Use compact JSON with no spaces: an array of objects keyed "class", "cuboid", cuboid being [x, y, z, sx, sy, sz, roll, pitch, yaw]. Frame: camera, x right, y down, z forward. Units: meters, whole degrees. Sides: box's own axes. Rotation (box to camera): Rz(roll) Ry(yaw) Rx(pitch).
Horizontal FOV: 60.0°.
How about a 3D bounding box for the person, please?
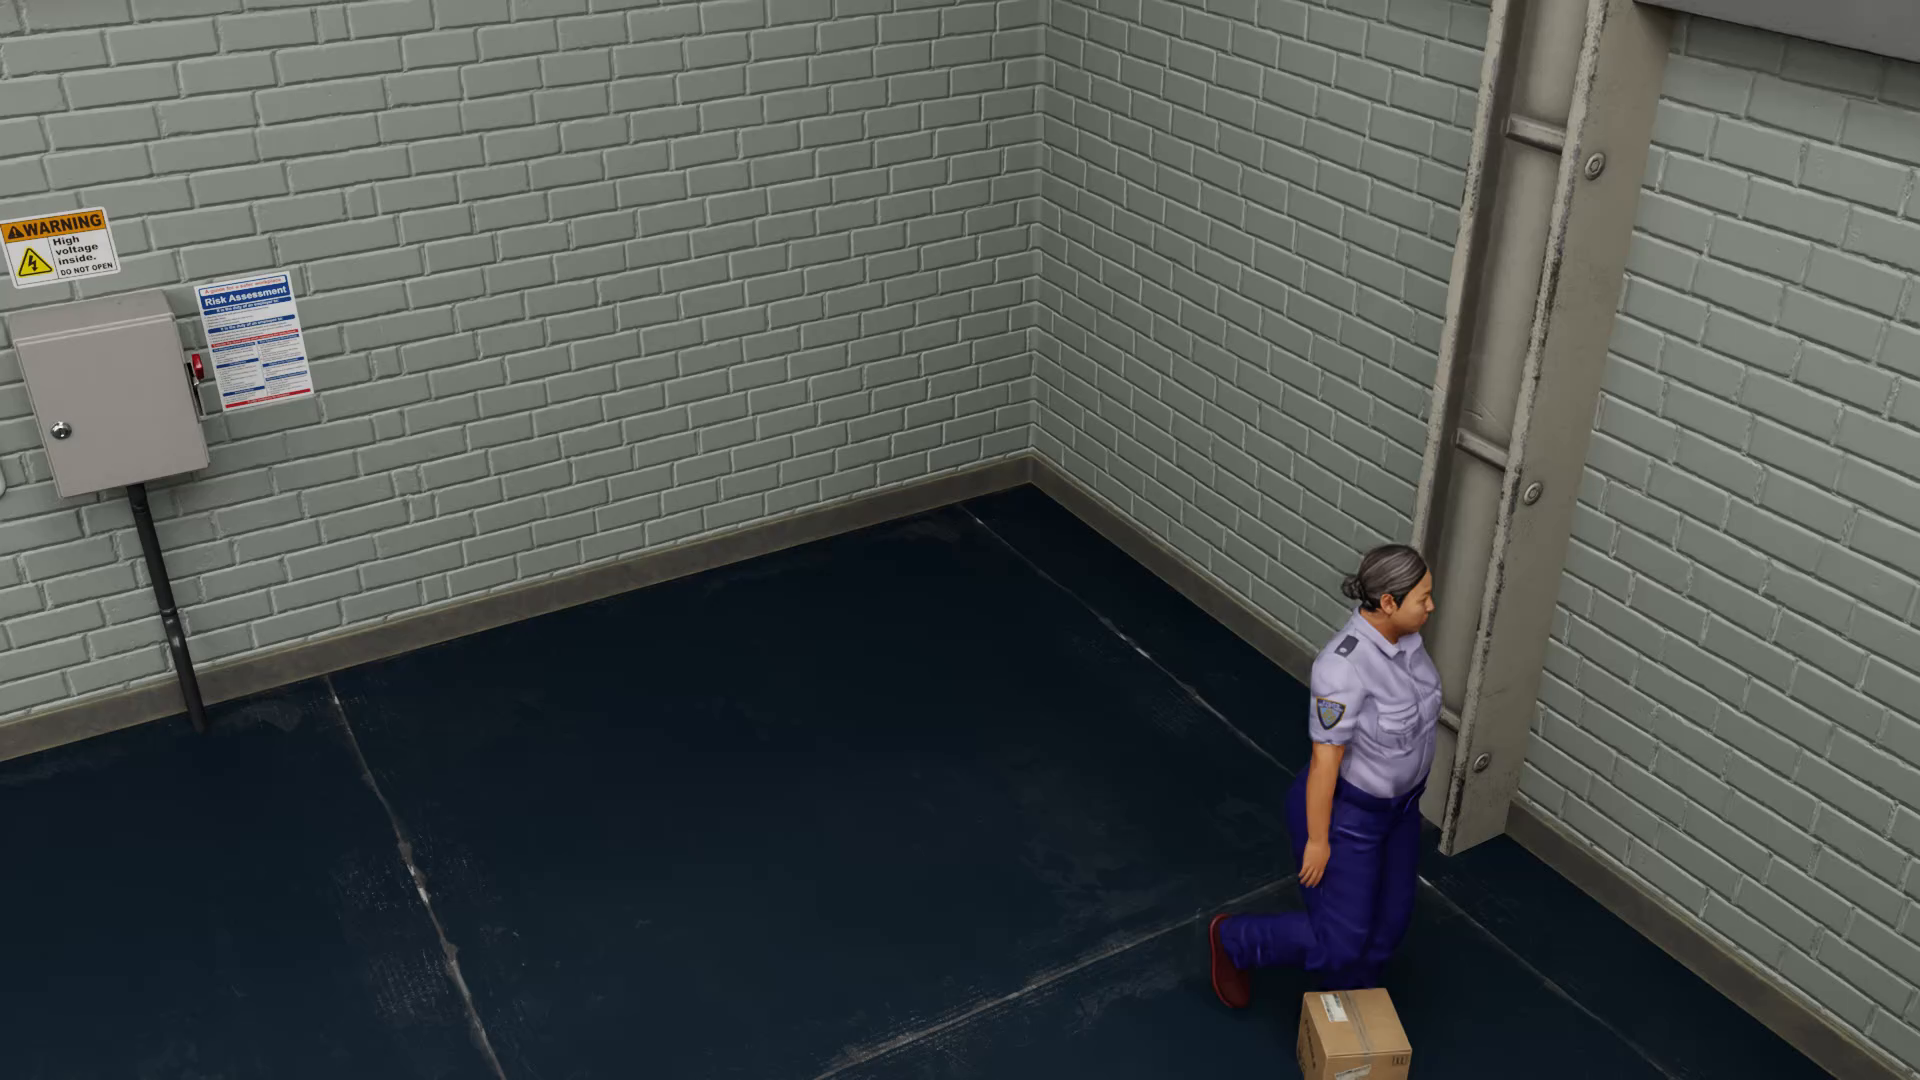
[{"class":"person","cuboid":[1.105,0.755,4.764,0.611,1.625,0.534,25,38,37]}]
